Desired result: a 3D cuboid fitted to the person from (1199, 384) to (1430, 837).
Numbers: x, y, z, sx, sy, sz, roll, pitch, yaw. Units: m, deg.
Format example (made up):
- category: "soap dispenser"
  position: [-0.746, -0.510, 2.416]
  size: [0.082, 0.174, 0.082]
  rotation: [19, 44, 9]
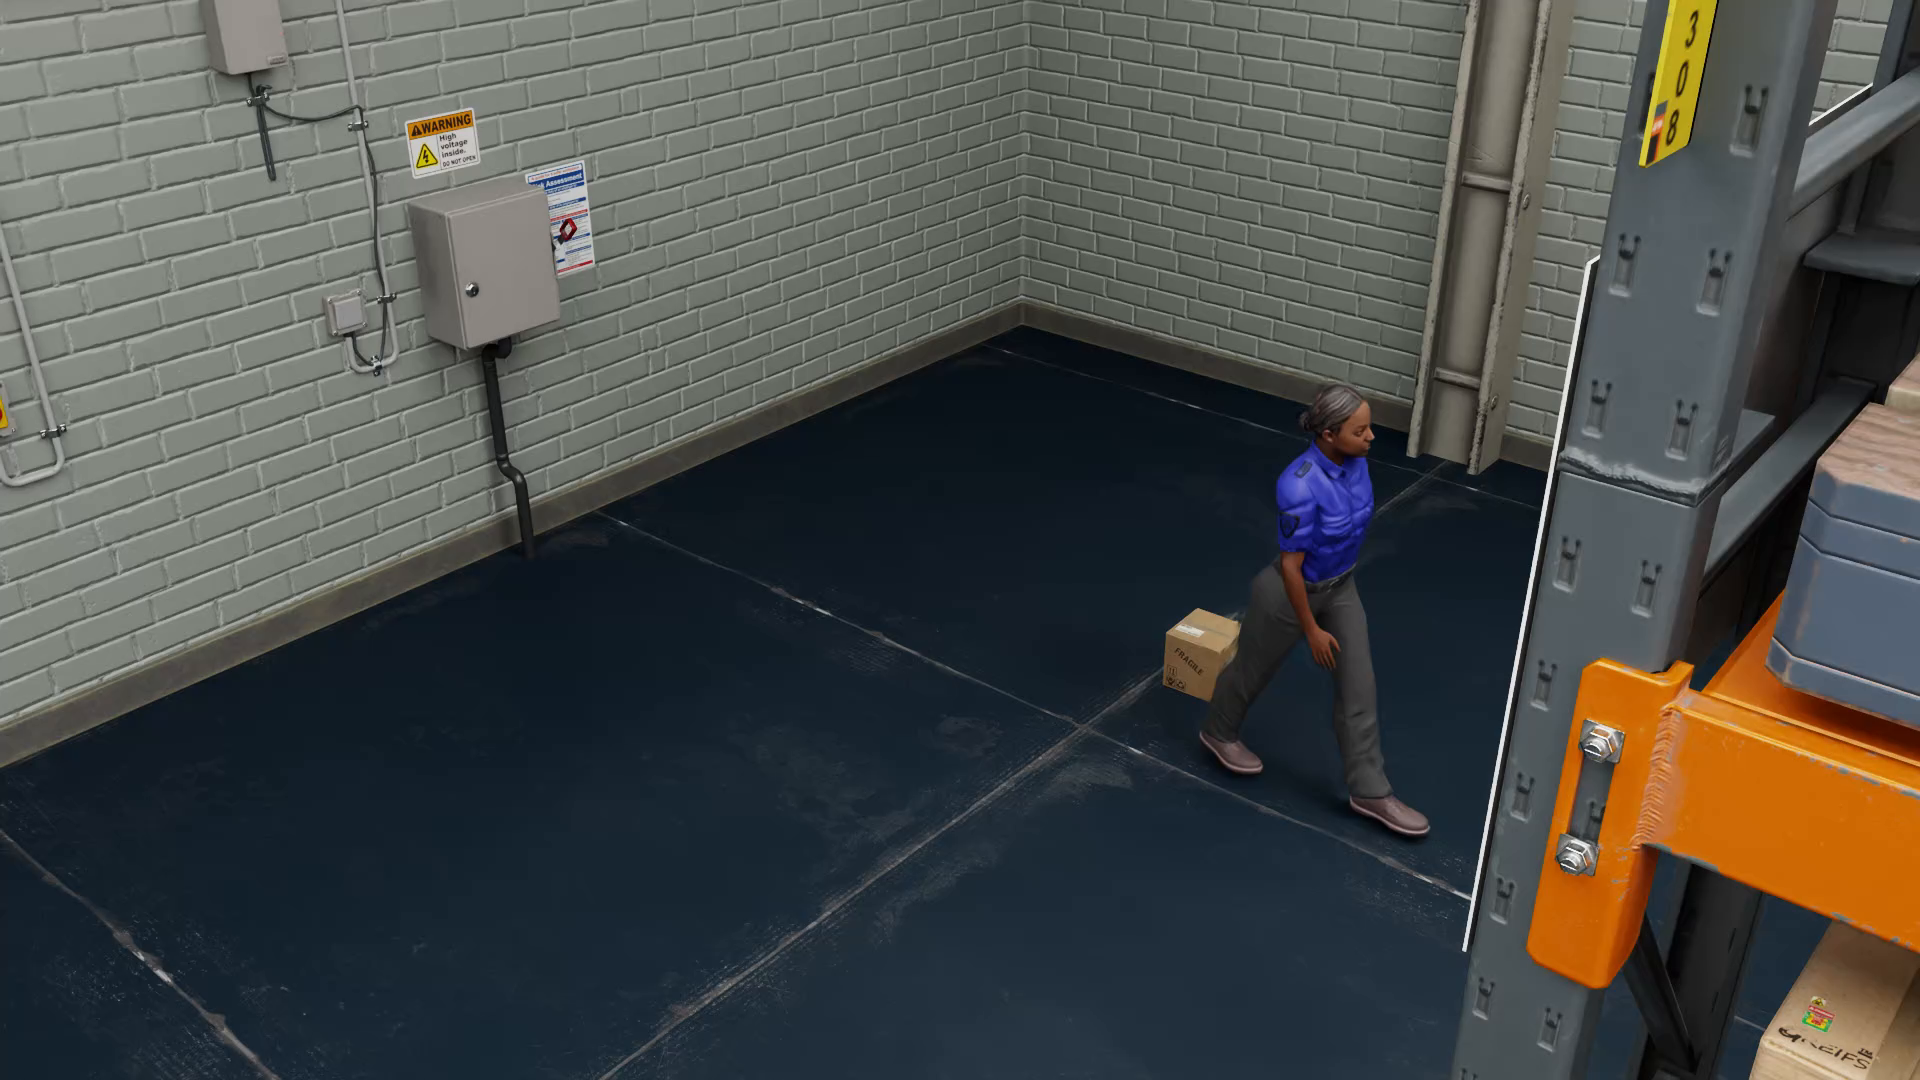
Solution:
- category: "person"
  position: [1.231, 0.212, 5.699]
  size: [0.444, 1.609, 0.908]
  rotation: [-20, 33, -33]
